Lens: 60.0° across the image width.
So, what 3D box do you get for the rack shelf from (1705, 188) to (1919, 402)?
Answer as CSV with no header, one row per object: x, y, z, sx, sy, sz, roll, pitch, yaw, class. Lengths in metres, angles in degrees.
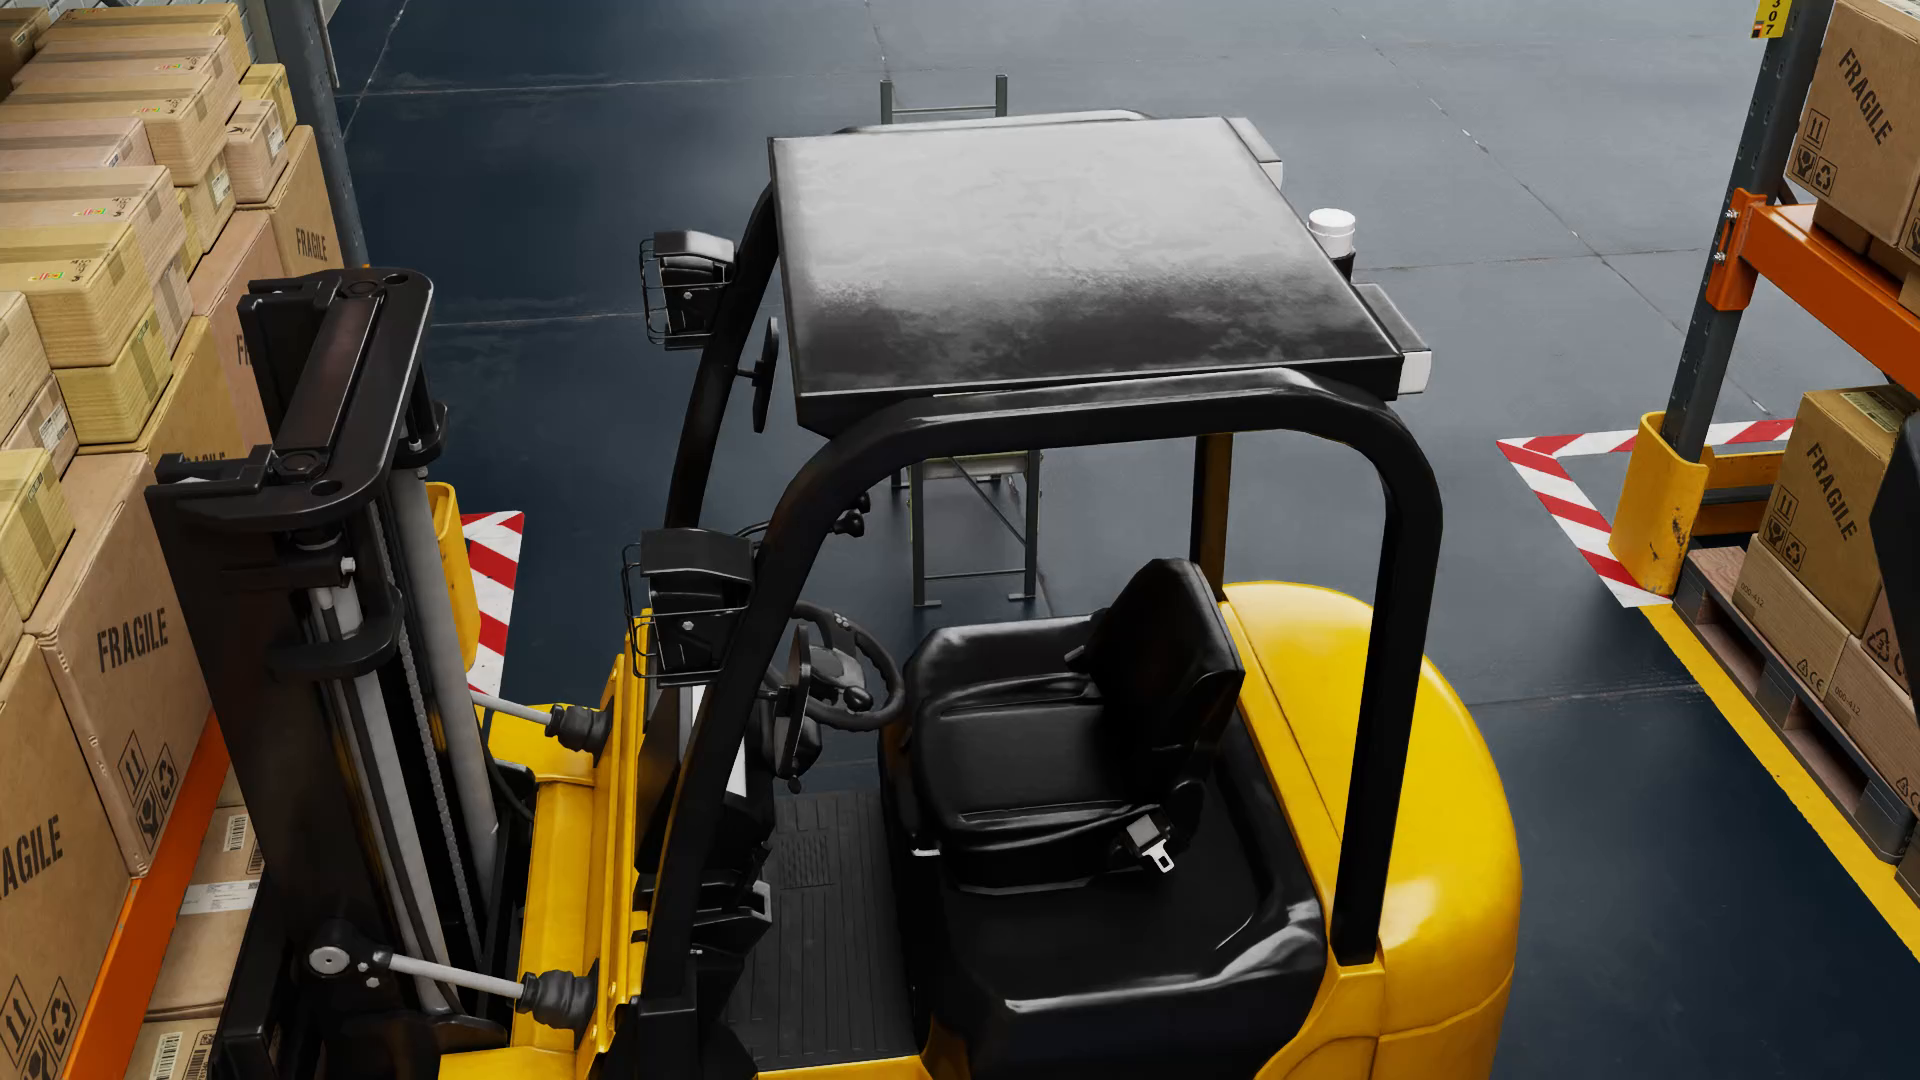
3.081,0.179,3.462,1.077,0.370,4.000,-4,35,-6,rack shelf

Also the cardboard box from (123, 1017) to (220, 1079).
-1.459,1.069,2.698,0.500,0.250,0.500,-3,34,-5,cardboard box

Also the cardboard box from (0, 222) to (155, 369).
-1.578,-0.400,2.744,0.380,0.149,0.250,-4,34,-5,cardboard box

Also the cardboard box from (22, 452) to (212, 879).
-1.571,0.213,2.685,0.500,0.500,0.500,-4,34,-6,cardboard box

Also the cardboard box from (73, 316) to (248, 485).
-1.650,-0.066,3.095,0.500,0.500,0.500,-5,35,-7,cardboard box

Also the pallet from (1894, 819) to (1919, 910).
3.057,1.096,3.954,1.003,0.211,1.213,-4,35,-6,pallet

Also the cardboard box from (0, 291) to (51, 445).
-1.637,-0.249,2.523,0.380,0.149,0.250,-4,34,-6,cardboard box

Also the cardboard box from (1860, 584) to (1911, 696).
2.725,0.195,4.204,0.500,0.500,0.500,-6,35,-8,cardboard box

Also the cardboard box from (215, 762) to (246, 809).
-1.583,0.492,3.545,0.500,0.250,0.500,-4,34,-6,cardboard box

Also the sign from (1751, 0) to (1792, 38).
2.274,-1.551,4.593,0.100,0.325,0.005,-4,35,-6,sign

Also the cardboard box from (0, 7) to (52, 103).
-2.273,-1.085,3.749,0.380,0.149,0.250,-5,35,-7,cardboard box

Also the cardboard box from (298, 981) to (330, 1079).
-1.520,0.995,3.251,0.500,0.250,0.500,-4,35,-7,cardboard box

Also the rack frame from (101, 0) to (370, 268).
-2.106,-0.856,4.342,1.000,3.000,0.127,-4,35,-6,rack frame

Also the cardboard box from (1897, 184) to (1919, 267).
2.674,-0.824,3.943,0.500,0.500,0.500,-3,34,-5,cardboard box

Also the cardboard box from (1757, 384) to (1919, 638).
2.650,-0.097,4.631,0.500,0.500,0.500,-5,35,-8,cardboard box

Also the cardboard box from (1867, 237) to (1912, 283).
2.701,-0.785,4.461,0.380,0.149,0.250,-4,34,-6,cardboard box

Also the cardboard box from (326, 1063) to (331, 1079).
-1.522,1.191,3.407,0.500,0.250,0.500,-3,34,-5,cardboard box

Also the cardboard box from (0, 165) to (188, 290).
-1.618,-0.544,2.955,0.380,0.149,0.250,-4,34,-5,cardboard box

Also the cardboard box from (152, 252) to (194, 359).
-1.639,-0.419,3.036,0.380,0.149,0.250,-5,35,-8,cardboard box

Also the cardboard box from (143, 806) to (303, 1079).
-1.522,0.776,3.129,0.500,0.250,0.500,-5,35,-7,cardboard box

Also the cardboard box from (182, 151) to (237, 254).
-1.744,-0.703,3.454,0.380,0.149,0.250,-4,34,-5,cardboard box

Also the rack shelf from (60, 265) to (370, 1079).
-1.837,0.557,2.907,1.077,0.370,4.000,-4,35,-6,rack shelf

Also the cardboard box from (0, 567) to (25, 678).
-1.494,0.153,2.198,0.380,0.149,0.250,-5,35,-8,cardboard box

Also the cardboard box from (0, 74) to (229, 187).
-1.723,-0.825,3.368,0.380,0.149,0.250,-4,34,-5,cardboard box

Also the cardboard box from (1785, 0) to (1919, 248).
2.601,-1.113,4.366,0.500,0.500,0.500,-5,35,-7,cardboard box

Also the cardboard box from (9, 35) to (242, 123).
-1.785,-0.969,3.579,0.380,0.149,0.250,-4,35,-6,cardboard box

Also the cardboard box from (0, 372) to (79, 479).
-1.641,-0.133,2.617,0.380,0.149,0.250,-5,35,-7,cardboard box

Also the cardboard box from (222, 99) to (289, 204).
-1.718,-0.853,3.673,0.380,0.149,0.250,-4,34,-6,cardboard box

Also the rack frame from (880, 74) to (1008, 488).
-0.050,-0.828,5.633,0.400,1.500,0.023,-4,35,-6,rack frame

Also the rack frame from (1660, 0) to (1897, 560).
2.812,-1.234,4.897,1.000,3.000,0.127,-4,35,-6,rack frame

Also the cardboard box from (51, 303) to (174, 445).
-1.585,-0.279,2.831,0.380,0.149,0.250,-4,34,-6,cardboard box

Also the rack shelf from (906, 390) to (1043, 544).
-0.001,-0.354,5.517,0.431,0.370,0.720,-4,35,-6,rack shelf

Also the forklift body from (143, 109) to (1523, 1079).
-0.043,0.415,3.231,2.313,2.155,1.214,-4,35,-6,forklift body

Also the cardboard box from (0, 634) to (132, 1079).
-1.525,0.496,2.270,0.500,0.500,0.500,-5,35,-7,cardboard box

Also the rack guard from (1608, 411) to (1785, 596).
2.822,-0.159,5.539,1.175,0.500,0.348,-4,35,-6,rack guard

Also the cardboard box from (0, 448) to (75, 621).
-1.539,0.005,2.415,0.380,0.149,0.250,-5,35,-7,cardboard box

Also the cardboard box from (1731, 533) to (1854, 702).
2.646,0.200,4.862,0.500,0.250,0.500,-5,35,-7,cardboard box

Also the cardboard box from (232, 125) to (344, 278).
-1.780,-0.643,3.940,0.500,0.500,0.500,-5,35,-7,cardboard box

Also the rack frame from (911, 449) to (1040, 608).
0.048,-0.419,5.033,0.400,1.500,0.023,-4,35,-6,rack frame

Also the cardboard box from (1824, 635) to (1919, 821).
2.708,0.485,4.443,0.500,0.250,0.500,-3,34,-5,cardboard box

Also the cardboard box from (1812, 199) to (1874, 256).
2.653,-0.925,4.667,0.380,0.149,0.250,-4,35,-6,cardboard box

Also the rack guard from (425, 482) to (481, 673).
-2.109,0.164,5.066,1.175,0.500,0.348,-4,35,-6,rack guard

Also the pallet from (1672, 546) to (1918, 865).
2.896,0.417,4.951,1.003,0.211,1.213,-4,35,-6,pallet

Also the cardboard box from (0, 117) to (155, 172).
-1.763,-0.681,3.156,0.380,0.149,0.250,-4,34,-6,cardboard box

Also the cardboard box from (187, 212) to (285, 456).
-1.719,-0.352,3.515,0.500,0.500,0.500,-3,34,-5,cardboard box

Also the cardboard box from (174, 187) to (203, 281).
-1.722,-0.564,3.249,0.380,0.149,0.250,-5,35,-7,cardboard box

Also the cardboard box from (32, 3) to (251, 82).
-1.849,-1.104,3.778,0.380,0.149,0.250,-4,35,-6,cardboard box

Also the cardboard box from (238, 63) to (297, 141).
-1.782,-0.993,3.879,0.380,0.149,0.250,-4,34,-6,cardboard box

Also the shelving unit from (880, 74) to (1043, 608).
-0.001,-0.623,5.333,0.431,1.500,0.755,-4,35,-6,shelving unit

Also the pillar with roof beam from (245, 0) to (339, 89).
0.553,-6.552,7.374,9.100,9.000,0.400,-4,35,-6,pillar with roof beam

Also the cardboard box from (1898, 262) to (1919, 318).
2.656,-0.631,4.235,0.380,0.149,0.250,-5,35,-8,cardboard box
